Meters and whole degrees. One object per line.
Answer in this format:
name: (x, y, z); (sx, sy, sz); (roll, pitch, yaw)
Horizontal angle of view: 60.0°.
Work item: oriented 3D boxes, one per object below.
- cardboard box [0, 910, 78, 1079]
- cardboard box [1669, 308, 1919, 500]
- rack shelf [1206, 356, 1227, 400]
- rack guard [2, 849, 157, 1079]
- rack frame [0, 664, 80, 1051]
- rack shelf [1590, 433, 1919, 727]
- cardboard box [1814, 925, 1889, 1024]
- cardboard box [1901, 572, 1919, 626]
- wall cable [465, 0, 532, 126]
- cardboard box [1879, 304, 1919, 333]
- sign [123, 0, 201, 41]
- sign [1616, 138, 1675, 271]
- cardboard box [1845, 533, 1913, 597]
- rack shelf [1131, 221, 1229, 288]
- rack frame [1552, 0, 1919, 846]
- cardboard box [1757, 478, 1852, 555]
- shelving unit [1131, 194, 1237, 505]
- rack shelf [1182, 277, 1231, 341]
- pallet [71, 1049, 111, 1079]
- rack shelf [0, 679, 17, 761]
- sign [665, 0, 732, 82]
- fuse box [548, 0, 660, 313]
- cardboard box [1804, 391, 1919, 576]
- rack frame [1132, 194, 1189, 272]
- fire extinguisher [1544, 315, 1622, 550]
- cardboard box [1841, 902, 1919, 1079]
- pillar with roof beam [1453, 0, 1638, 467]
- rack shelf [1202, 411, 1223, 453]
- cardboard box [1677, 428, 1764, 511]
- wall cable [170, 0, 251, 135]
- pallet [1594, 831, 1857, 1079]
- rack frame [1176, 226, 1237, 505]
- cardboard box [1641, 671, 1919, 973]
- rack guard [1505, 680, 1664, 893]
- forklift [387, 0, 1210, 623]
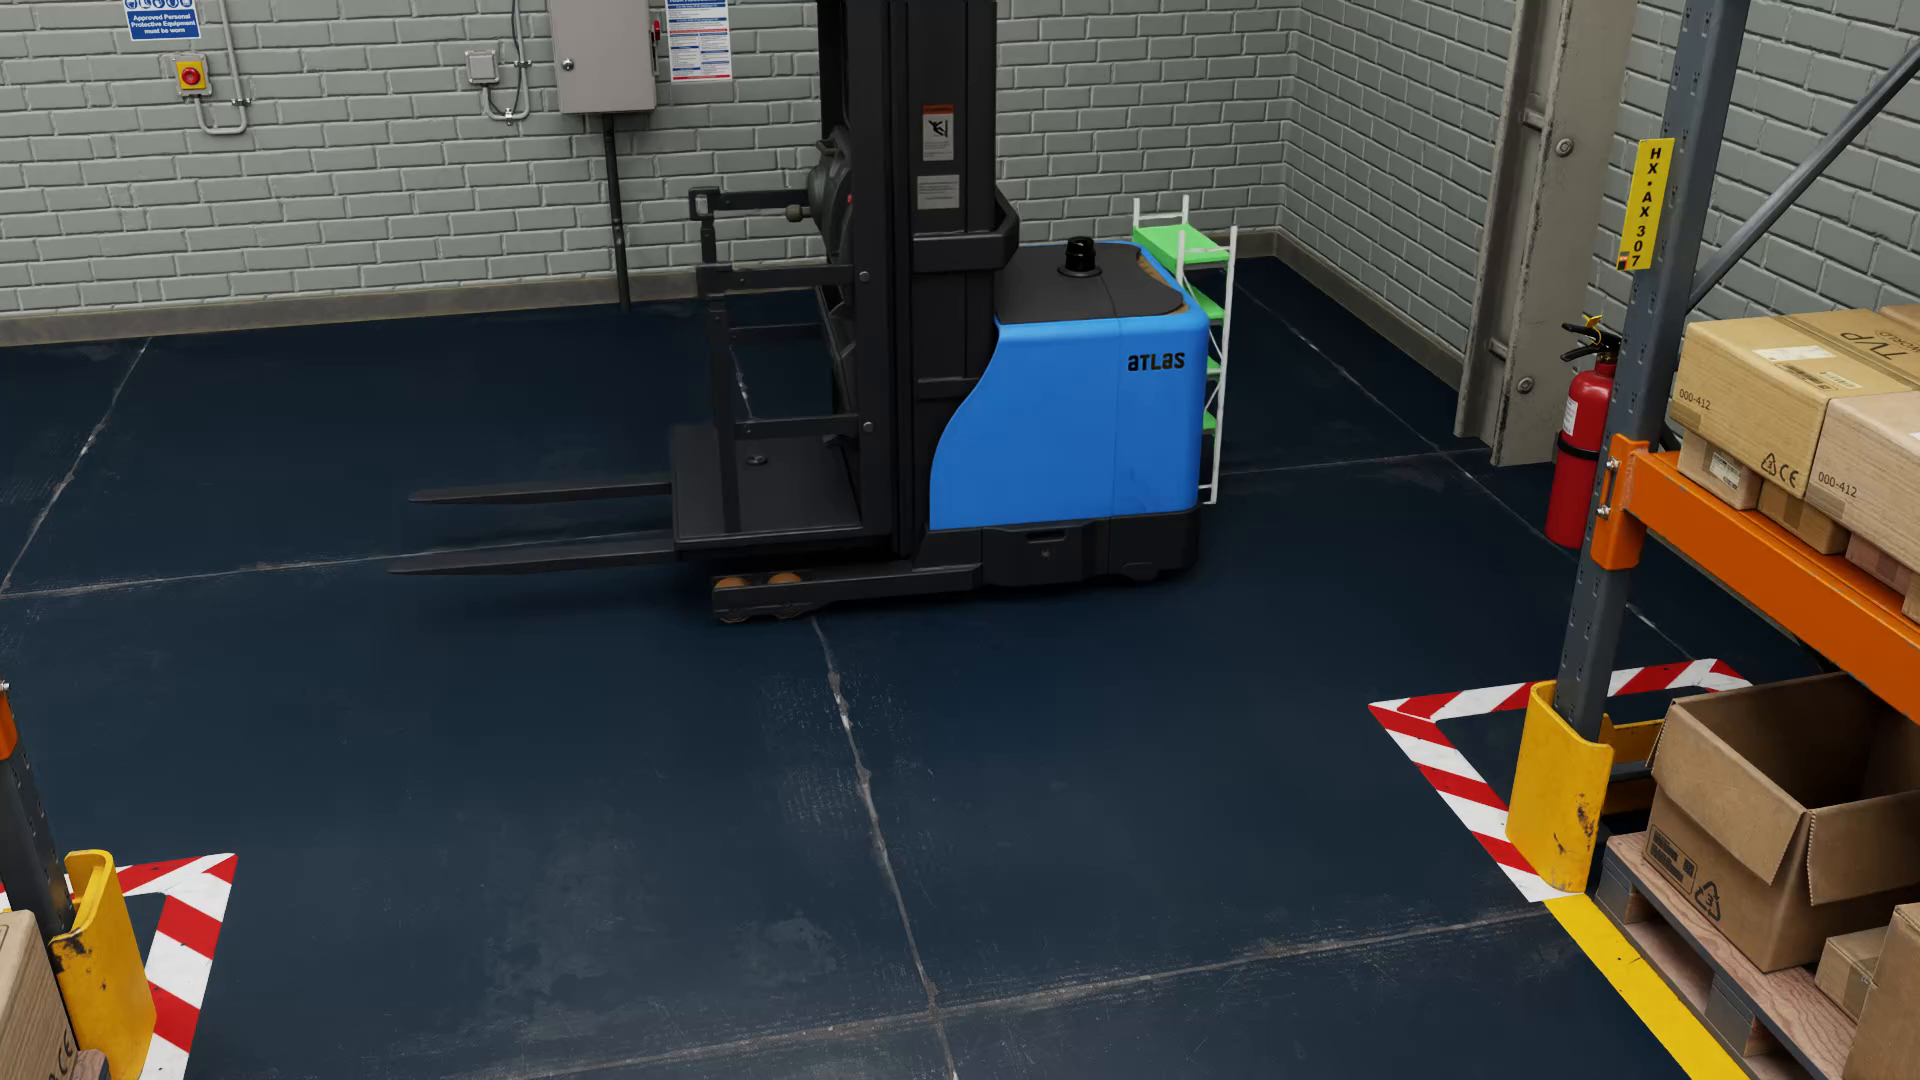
cardboard box: (-2.372, 1.250, 3.323); (0.875, 0.438, 0.875); (-7, 28, -13)
cardboard box: (2.057, -0.331, 3.914); (0.500, 0.250, 0.500); (-6, 27, -11)
rack shelf: (0.904, -0.728, 7.002); (0.258, 0.148, 0.480); (-7, 28, -14)
rack guard: (-2.624, 1.119, 3.978); (1.175, 0.500, 0.348); (-6, 27, -12)
rack frame: (-2.618, 0.014, 3.394); (1.000, 3.000, 0.127); (-6, 27, -12)
rack shelf: (2.668, 0.707, 2.818); (1.077, 0.370, 4.000); (-6, 27, -12)
cardboard box: (2.320, 1.062, 4.015); (0.380, 0.149, 0.250); (-7, 28, -14)
cardboard box: (2.216, 0.128, 3.445); (0.380, 0.149, 0.250); (-5, 27, -10)
wall cable: (-2.533, -3.062, 8.360); (0.588, 1.984, 0.122); (-6, 27, -12)
cardboard box: (2.579, -0.383, 4.016); (0.500, 0.250, 0.500); (-5, 27, -10)
sign: (-3.973, -2.602, 8.276); (0.327, 0.218, 0.001); (-6, 27, -12)
sign: (1.688, -0.823, 4.091); (0.100, 0.325, 0.005); (-6, 27, -12)
cardboard box: (2.219, 0.011, 3.678); (0.380, 0.149, 0.250); (-6, 27, -12)
rack shelf: (0.904, -1.156, 6.786); (0.258, 0.148, 0.480); (-7, 28, -14)
rack frame: (2.217, -0.492, 4.396); (1.000, 3.000, 0.127); (-6, 27, -12)
cardboard box: (2.126, -0.101, 3.899); (0.380, 0.149, 0.250); (-5, 27, -10)
shelving unit: (0.904, -0.785, 6.973); (0.258, 1.200, 0.503); (-7, 28, -14)
rack shelf: (0.904, -0.942, 6.894); (0.258, 0.148, 0.480); (-7, 28, -14)
pallet: (-2.362, 1.602, 3.342); (1.003, 0.211, 1.213); (-6, 27, -12)
rack shelf: (-2.168, 1.213, 1.816); (1.077, 0.370, 4.000); (-6, 27, -12)
sign: (-1.398, -2.707, 8.890); (0.329, 0.494, 0.001); (-6, 27, -12)
fuse box: (-1.832, -2.033, 8.879); (0.539, 1.711, 0.414); (-6, 27, -12)
cardboard box: (2.170, -0.110, 3.475); (0.500, 0.250, 0.500); (-6, 27, -11)
rack frame: (0.838, -0.891, 7.183); (0.240, 1.200, 0.015); (-7, 28, -14)
fire extinguisher: (1.733, -0.309, 4.532); (0.296, 0.674, 0.183); (-6, 27, -12)
cardboard box: (2.417, 1.094, 3.562); (0.700, 0.500, 0.500); (-5, 27, -9)
pillar with roof beam: (-1.707, -4.008, 4.704); (9.100, 9.000, 0.400); (-6, 27, -12)
rack shelf: (0.904, -0.514, 7.110); (0.258, 0.148, 0.480); (-7, 28, -14)
cardboard box: (2.024, -0.208, 4.111); (0.380, 0.149, 0.250); (-6, 27, -12)
wall cable: (-3.912, -2.927, 8.057); (0.585, 1.953, 0.123); (-6, 27, -12)
pallet: (2.415, 1.136, 4.265); (1.003, 0.211, 1.213); (-6, 27, -12)
rack frame: (0.970, -0.679, 6.764); (0.240, 1.200, 0.015); (-7, 28, -14)
cardboard box: (2.262, 0.713, 4.312); (0.797, 0.503, 0.637); (-7, 28, -14)
rack guard: (2.234, 0.657, 4.893); (1.175, 0.500, 0.348); (-6, 27, -12)
forklift: (-0.644, -1.259, 5.991); (3.031, 2.935, 1.130); (-4, 27, -9)
